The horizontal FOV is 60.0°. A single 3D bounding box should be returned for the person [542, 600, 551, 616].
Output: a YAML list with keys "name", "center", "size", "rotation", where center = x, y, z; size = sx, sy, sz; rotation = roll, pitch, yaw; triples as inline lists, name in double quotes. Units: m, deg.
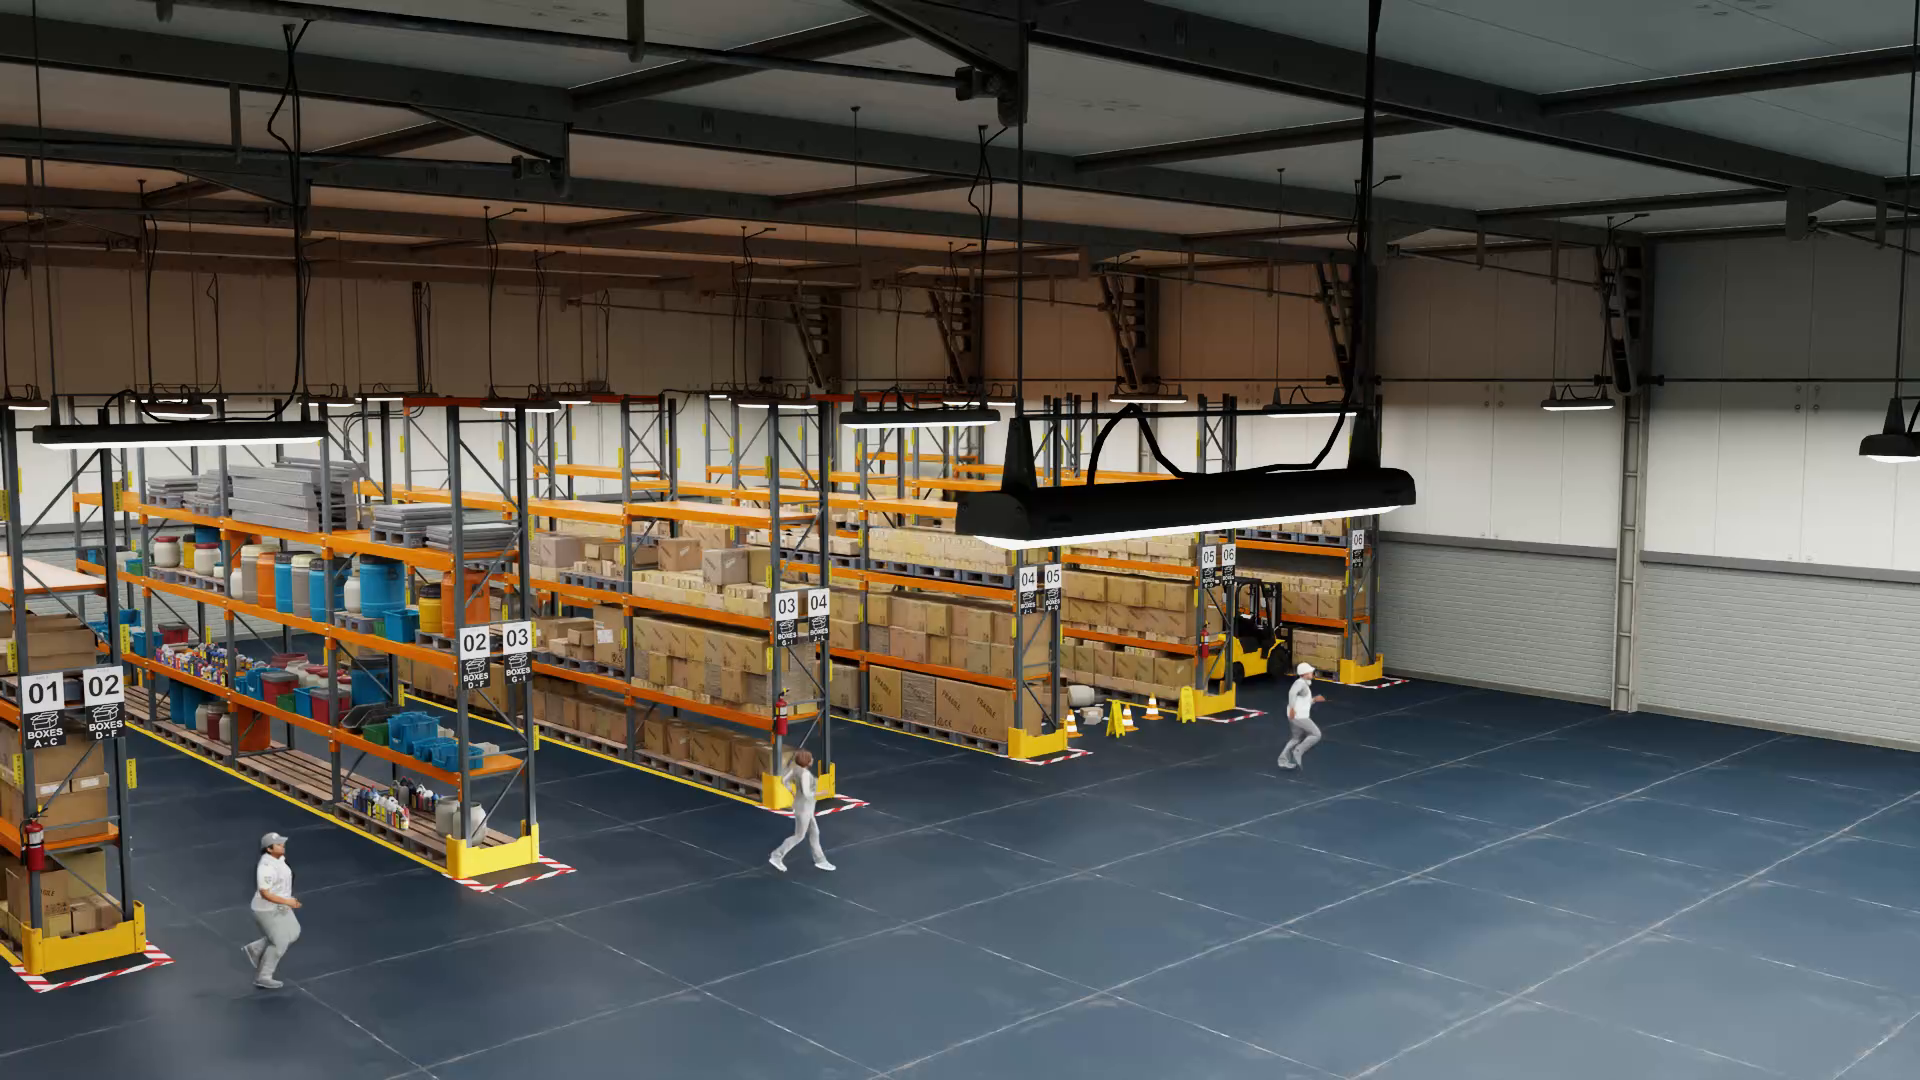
- name: "person"
  center: [-10.095, 1.552, 40.579]
  size: [0.684, 1.720, 0.577]
  rotation: [5, 7, 40]

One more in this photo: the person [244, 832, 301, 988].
- name: "person"
  center: [-7.194, 3.855, 17.405]
  size: [0.617, 1.635, 0.636]
  rotation: [-1, 6, -10]

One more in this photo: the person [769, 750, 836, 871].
- name: "person"
  center: [-2.011, 3.467, 21.190]
  size: [0.876, 1.603, 0.540]
  rotation: [-1, 6, -14]

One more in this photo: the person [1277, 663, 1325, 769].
- name: "person"
  center: [5.532, 2.849, 26.920]
  size: [0.766, 1.723, 0.690]
  rotation: [0, 6, 4]
